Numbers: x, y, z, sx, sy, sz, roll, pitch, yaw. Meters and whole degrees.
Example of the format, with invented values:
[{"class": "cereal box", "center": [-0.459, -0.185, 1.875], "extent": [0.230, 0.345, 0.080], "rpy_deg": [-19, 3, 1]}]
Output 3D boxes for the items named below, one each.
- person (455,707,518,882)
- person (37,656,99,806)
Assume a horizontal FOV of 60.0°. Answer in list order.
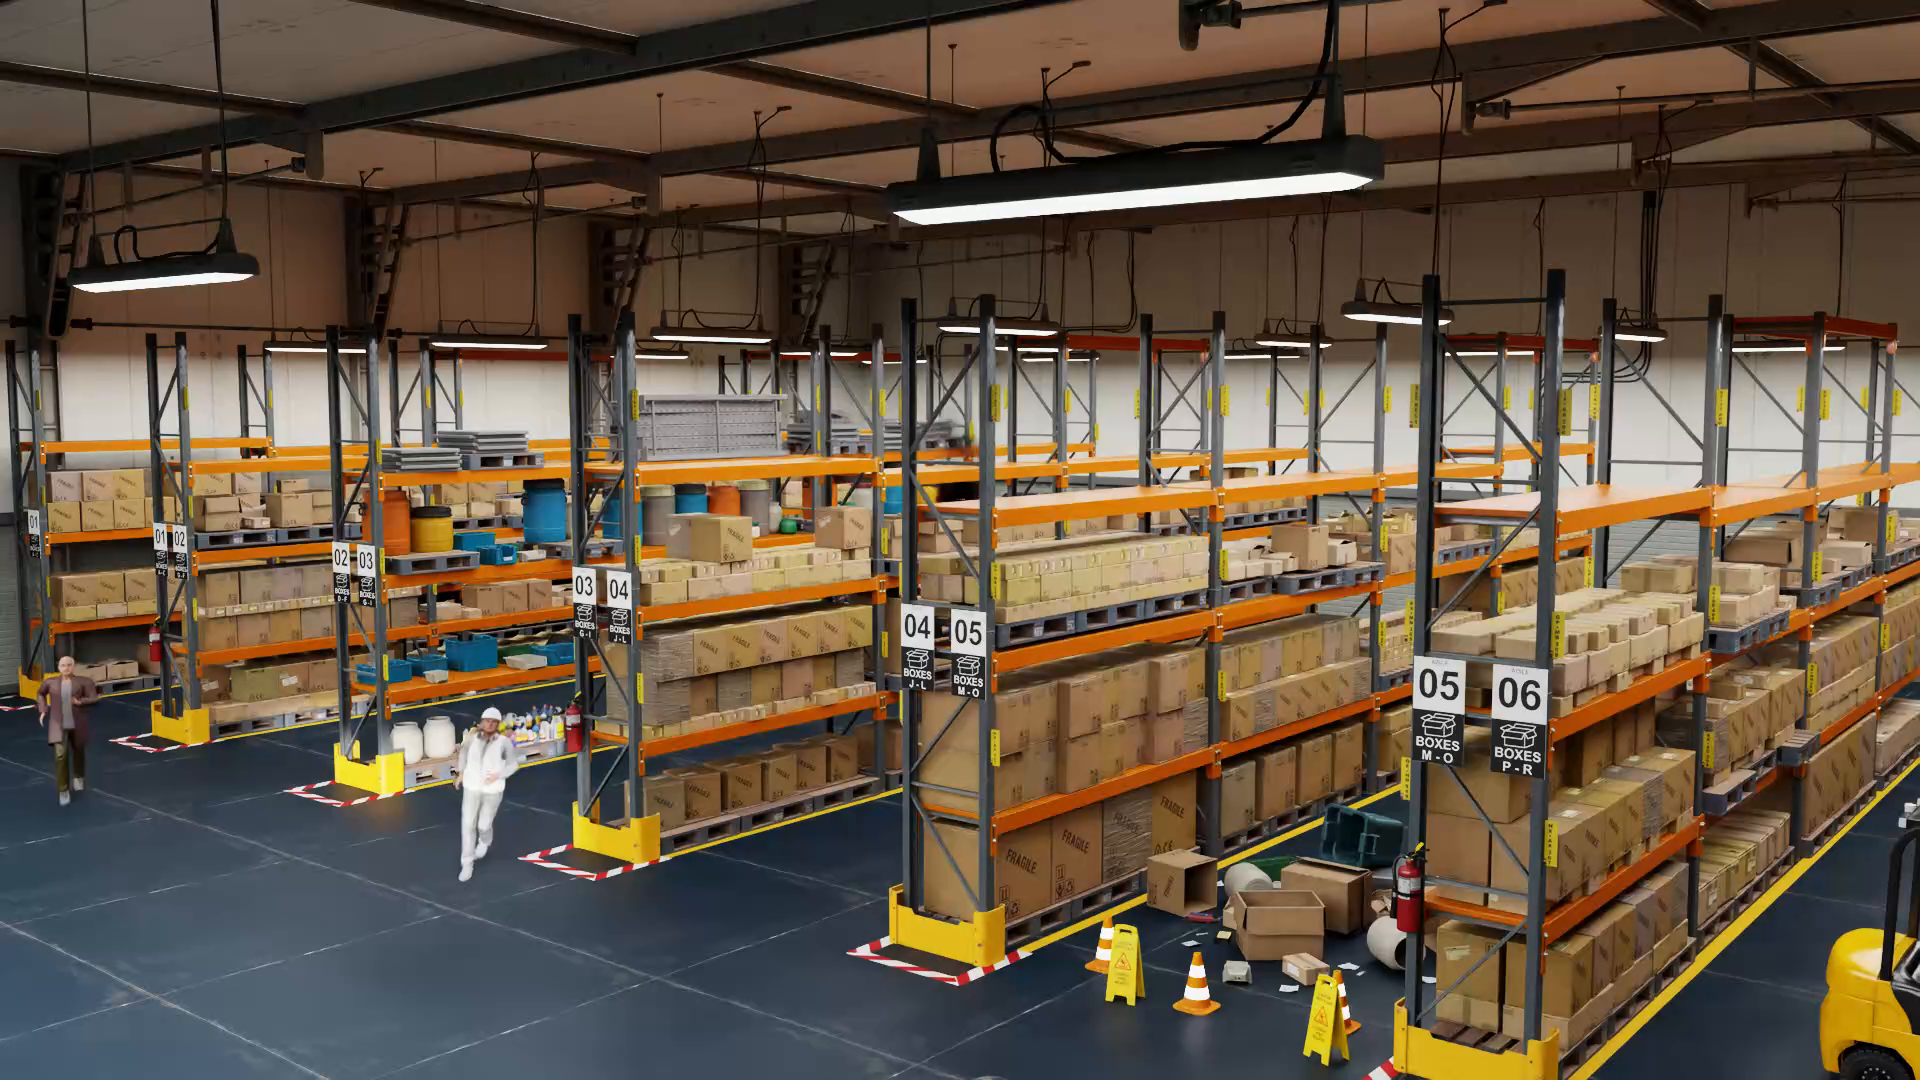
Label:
[{"class": "person", "center": [-5.090, 2.682, 17.856], "extent": [0.681, 1.758, 0.871], "rpy_deg": [0, 5, -3]}, {"class": "person", "center": [-11.260, 2.366, 21.016], "extent": [0.690, 1.803, 1.006], "rpy_deg": [-3, 6, -28]}]
